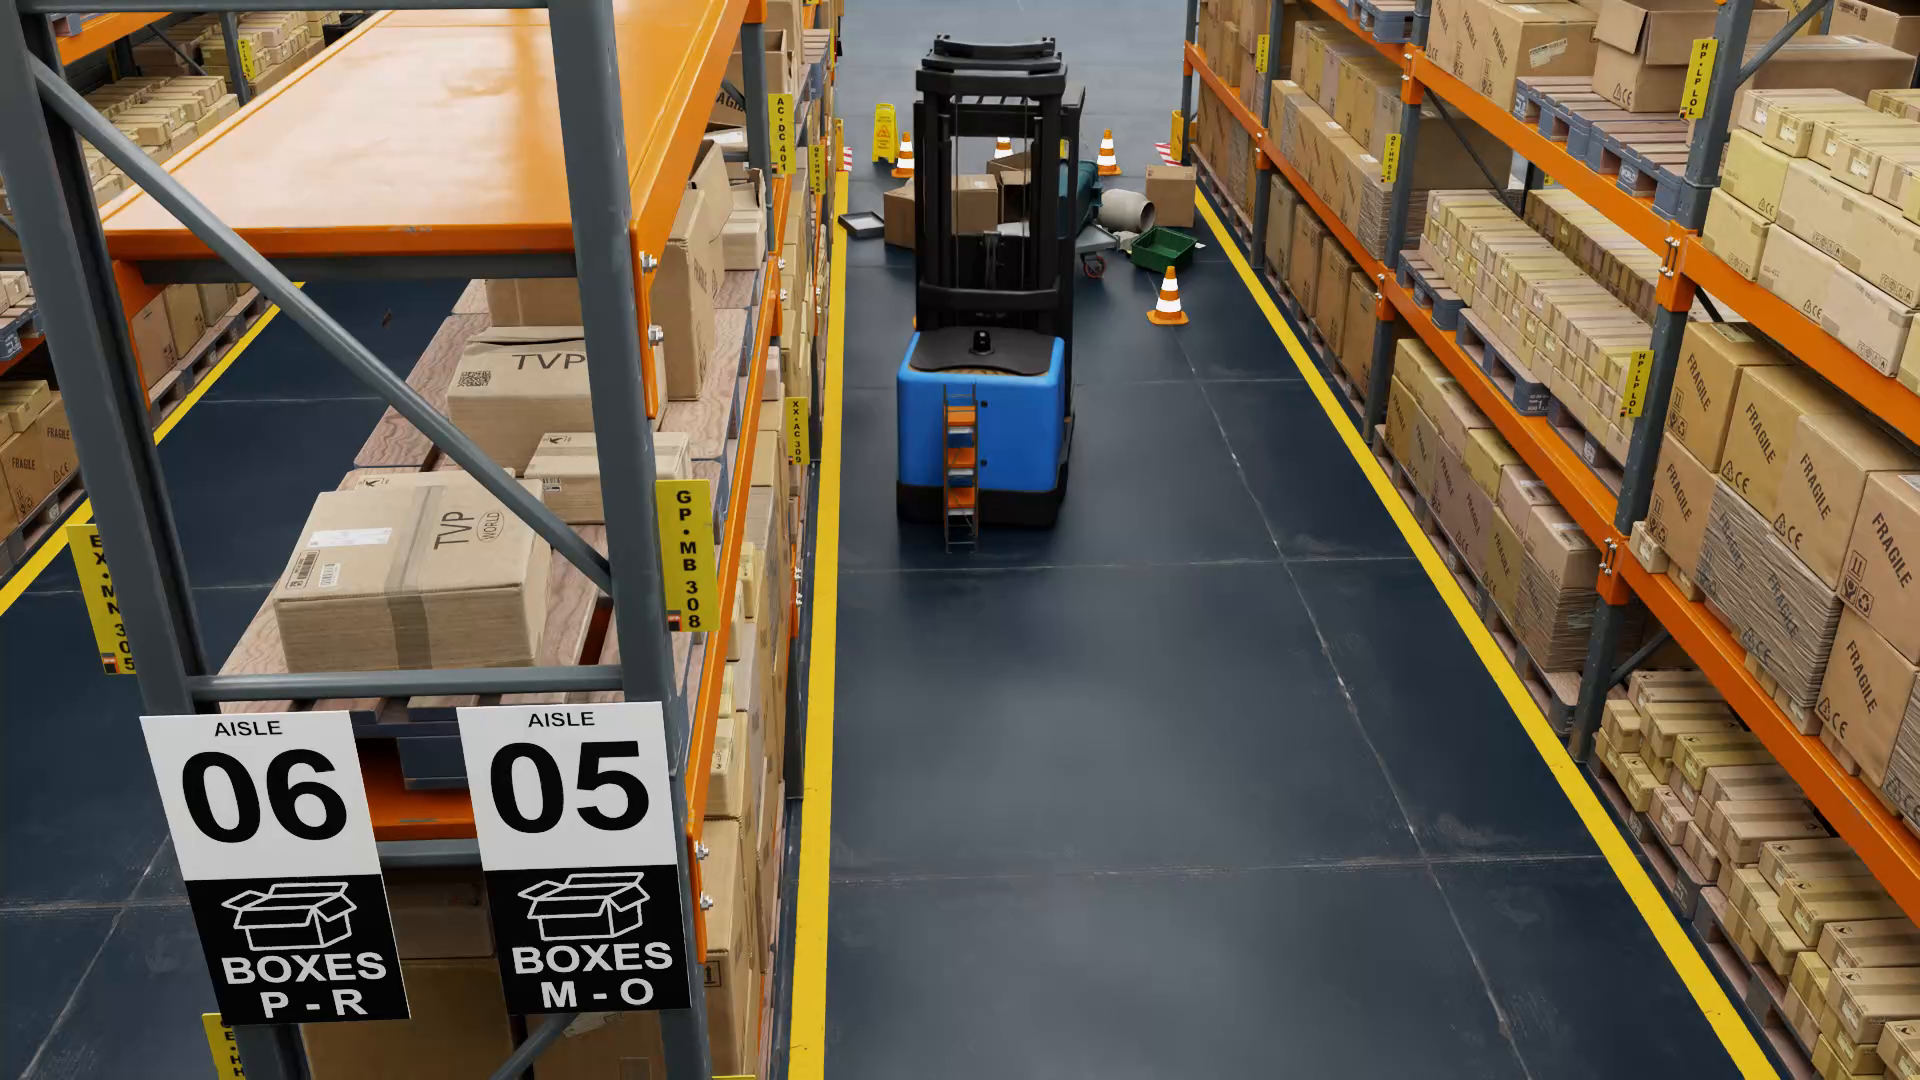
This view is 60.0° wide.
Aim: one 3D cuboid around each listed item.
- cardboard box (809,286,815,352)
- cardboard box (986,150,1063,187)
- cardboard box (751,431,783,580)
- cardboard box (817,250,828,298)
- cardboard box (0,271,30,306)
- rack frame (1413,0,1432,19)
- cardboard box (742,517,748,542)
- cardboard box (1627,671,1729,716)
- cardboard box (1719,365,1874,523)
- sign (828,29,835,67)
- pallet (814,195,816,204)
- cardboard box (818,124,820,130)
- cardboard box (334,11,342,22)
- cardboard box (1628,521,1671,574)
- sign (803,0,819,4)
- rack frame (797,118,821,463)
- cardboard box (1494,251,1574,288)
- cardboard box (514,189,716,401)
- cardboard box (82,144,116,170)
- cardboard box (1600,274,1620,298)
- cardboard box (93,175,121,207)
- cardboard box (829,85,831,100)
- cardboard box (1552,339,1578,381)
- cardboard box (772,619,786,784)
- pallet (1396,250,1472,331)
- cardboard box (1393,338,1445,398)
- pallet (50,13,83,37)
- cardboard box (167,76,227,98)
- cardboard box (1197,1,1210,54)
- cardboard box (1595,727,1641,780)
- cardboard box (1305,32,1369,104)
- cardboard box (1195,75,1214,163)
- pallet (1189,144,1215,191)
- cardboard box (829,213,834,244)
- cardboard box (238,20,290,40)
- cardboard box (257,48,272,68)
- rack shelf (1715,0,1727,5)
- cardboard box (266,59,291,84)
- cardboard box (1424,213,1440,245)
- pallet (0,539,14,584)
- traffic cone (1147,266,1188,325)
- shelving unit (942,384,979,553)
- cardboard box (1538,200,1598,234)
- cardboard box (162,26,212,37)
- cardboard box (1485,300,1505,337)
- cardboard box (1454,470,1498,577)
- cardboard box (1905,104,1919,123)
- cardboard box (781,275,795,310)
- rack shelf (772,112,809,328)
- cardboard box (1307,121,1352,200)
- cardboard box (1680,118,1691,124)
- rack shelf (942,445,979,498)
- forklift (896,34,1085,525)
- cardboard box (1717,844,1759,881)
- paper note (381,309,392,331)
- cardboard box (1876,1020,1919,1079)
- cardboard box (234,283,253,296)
[{"bbox_3d":[-1.161,-1.369,10.293,0.500,0.250,0.500,-1,28,-2],"label":"cardboard box"},{"bbox_3d":[0.713,-3.736,17.369,0.797,0.503,0.637,-23,35,-37],"label":"cardboard box"},{"bbox_3d":[-0.962,-0.093,6.495,0.500,0.500,0.500,-2,28,-3],"label":"cardboard box"},{"bbox_3d":[-1.627,-2.192,14.097,0.950,0.372,0.625,0,28,1],"label":"cardboard box"},{"bbox_3d":[-6.029,-1.557,10.310,0.380,0.149,0.250,-1,28,-2],"label":"cardboard box"},{"bbox_3d":[3.449,-4.724,10.077,1.000,3.000,0.127,-1,28,-3],"label":"rack frame"},{"bbox_3d":[-0.915,0.013,5.590,0.380,0.149,0.250,-1,28,-3],"label":"cardboard box"},{"bbox_3d":[3.469,0.761,8.033,0.380,0.149,0.250,0,28,-1],"label":"cardboard box"},{"bbox_3d":[3.480,-0.383,6.730,0.500,0.500,0.500,-2,28,-4],"label":"cardboard box"},{"bbox_3d":[-1.144,-4.274,14.449,0.100,0.325,0.005,-1,28,-3],"label":"sign"},{"bbox_3d":[-1.634,-2.726,12.941,1.003,0.211,1.213,-1,28,-3],"label":"pallet"},{"bbox_3d":[-1.350,-3.349,13.745,0.380,0.149,0.250,-2,28,-3],"label":"cardboard box"},{"bbox_3d":[-6.571,-5.411,17.072,0.380,0.149,0.250,-1,28,-2],"label":"cardboard box"},{"bbox_3d":[3.346,0.033,7.715,0.380,0.149,0.250,0,28,-1],"label":"cardboard box"},{"bbox_3d":[-0.935,-3.502,10.333,0.100,0.325,0.005,-1,28,-3],"label":"sign"},{"bbox_3d":[-1.489,-1.898,11.146,1.000,3.000,0.127,-1,28,-3],"label":"rack frame"},{"bbox_3d":[3.350,-1.578,9.706,0.380,0.149,0.250,-1,28,-1],"label":"cardboard box"},{"bbox_3d":[-1.027,-0.743,5.017,0.500,0.500,0.500,-1,28,-2],"label":"cardboard box"},{"bbox_3d":[-6.292,-2.740,11.950,0.380,0.149,0.250,-1,28,-2],"label":"cardboard box"},{"bbox_3d":[3.999,-1.458,9.798,0.380,0.149,0.250,-1,28,-1],"label":"cardboard box"},{"bbox_3d":[-6.250,-2.374,11.679,0.500,0.250,0.500,-1,28,-1],"label":"cardboard box"},{"bbox_3d":[-1.452,-4.378,16.173,0.380,0.149,0.250,-1,28,-2],"label":"cardboard box"},{"bbox_3d":[3.396,-0.965,8.853,0.380,0.149,0.250,-2,28,-4],"label":"cardboard box"},{"bbox_3d":[-0.928,0.582,6.282,0.500,0.500,0.500,-2,28,-3],"label":"cardboard box"},{"bbox_3d":[3.592,-1.653,10.883,1.213,0.211,1.003,-1,28,-3],"label":"pallet"},{"bbox_3d":[3.243,-1.150,11.150,0.500,0.250,0.500,-3,28,-5],"label":"cardboard box"},{"bbox_3d":[-6.571,-3.334,10.859,1.213,0.211,1.003,0,28,0],"label":"pallet"},{"bbox_3d":[-6.415,-3.803,13.989,0.380,0.149,0.250,0,28,-1],"label":"cardboard box"},{"bbox_3d":[3.096,-5.655,18.187,0.875,0.550,0.550,-1,28,-3],"label":"cardboard box"},{"bbox_3d":[3.356,1.037,8.148,0.380,0.149,0.250,-3,28,-5],"label":"cardboard box"},{"bbox_3d":[3.300,-3.933,13.857,0.700,0.500,0.500,-2,28,-3],"label":"cardboard box"},{"bbox_3d":[3.132,-4.691,18.345,0.875,0.875,0.875,-1,28,-2],"label":"cardboard box"},{"bbox_3d":[3.151,-4.155,18.488,1.003,0.211,1.213,-1,28,-3],"label":"pallet"},{"bbox_3d":[-1.459,-2.991,15.761,0.500,0.250,0.500,-3,28,-5],"label":"cardboard box"},{"bbox_3d":[-6.453,-4.719,15.423,0.380,0.149,0.250,-2,28,-3],"label":"cardboard box"},{"bbox_3d":[-6.465,-4.349,15.034,0.380,0.149,0.250,-1,28,-3],"label":"cardboard box"},{"bbox_3d":[3.553,-3.304,8.565,1.077,0.370,4.000,-1,28,-3],"label":"rack shelf"},{"bbox_3d":[-6.461,-4.120,15.297,0.500,0.500,0.500,-1,28,-2],"label":"cardboard box"},{"bbox_3d":[3.273,-2.043,10.919,0.380,0.149,0.250,0,28,0],"label":"cardboard box"},{"bbox_3d":[-6.384,0.368,9.817,1.003,0.211,1.213,-1,28,-3],"label":"pallet"},{"bbox_3d":[1.802,-2.131,14.335,0.336,0.463,0.334,-1,28,-3],"label":"traffic cone"},{"bbox_3d":[0.003,-0.441,10.460,0.215,1.050,0.252,-1,28,-3],"label":"shelving unit"},{"bbox_3d":[3.943,-2.072,10.653,0.380,0.149,0.250,-2,28,-3],"label":"cardboard box"},{"bbox_3d":[-7.048,-4.581,15.158,0.380,0.149,0.250,-2,28,-4],"label":"cardboard box"},{"bbox_3d":[3.342,-1.315,9.846,0.380,0.149,0.250,-1,28,-2],"label":"cardboard box"},{"bbox_3d":[3.318,-0.105,9.956,0.500,0.500,0.500,-2,28,-4],"label":"cardboard box"},{"bbox_3d":[3.971,-1.619,6.558,0.380,0.149,0.250,-1,28,-1],"label":"cardboard box"},{"bbox_3d":[-1.071,-0.983,8.202,0.500,0.500,0.500,-2,28,-3],"label":"cardboard box"},{"bbox_3d":[-1.385,-1.986,8.848,1.077,0.370,4.000,-1,28,-3],"label":"rack shelf"},{"bbox_3d":[3.075,-3.008,13.166,0.500,0.500,0.500,-1,28,-2],"label":"cardboard box"},{"bbox_3d":[3.821,-2.105,7.941,0.500,0.311,0.500,-2,28,-3],"label":"cardboard box"},{"bbox_3d":[0.003,-0.431,10.465,0.215,0.259,0.240,-1,28,-3],"label":"rack shelf"},{"bbox_3d":[0.267,-2.047,11.506,1.130,2.935,3.031,3,28,6],"label":"forklift"},{"bbox_3d":[3.510,1.383,7.163,0.380,0.149,0.250,0,28,0],"label":"cardboard box"},{"bbox_3d":[-1.763,-0.678,5.104,0.006,0.032,0.123,-1,28,-3],"label":"paper note"},{"bbox_3d":[3.539,1.851,5.943,0.380,0.149,0.250,-2,28,-5],"label":"cardboard box"},{"bbox_3d":[-6.617,-2.516,14.445,0.875,0.625,0.625,0,28,0],"label":"cardboard box"}]
